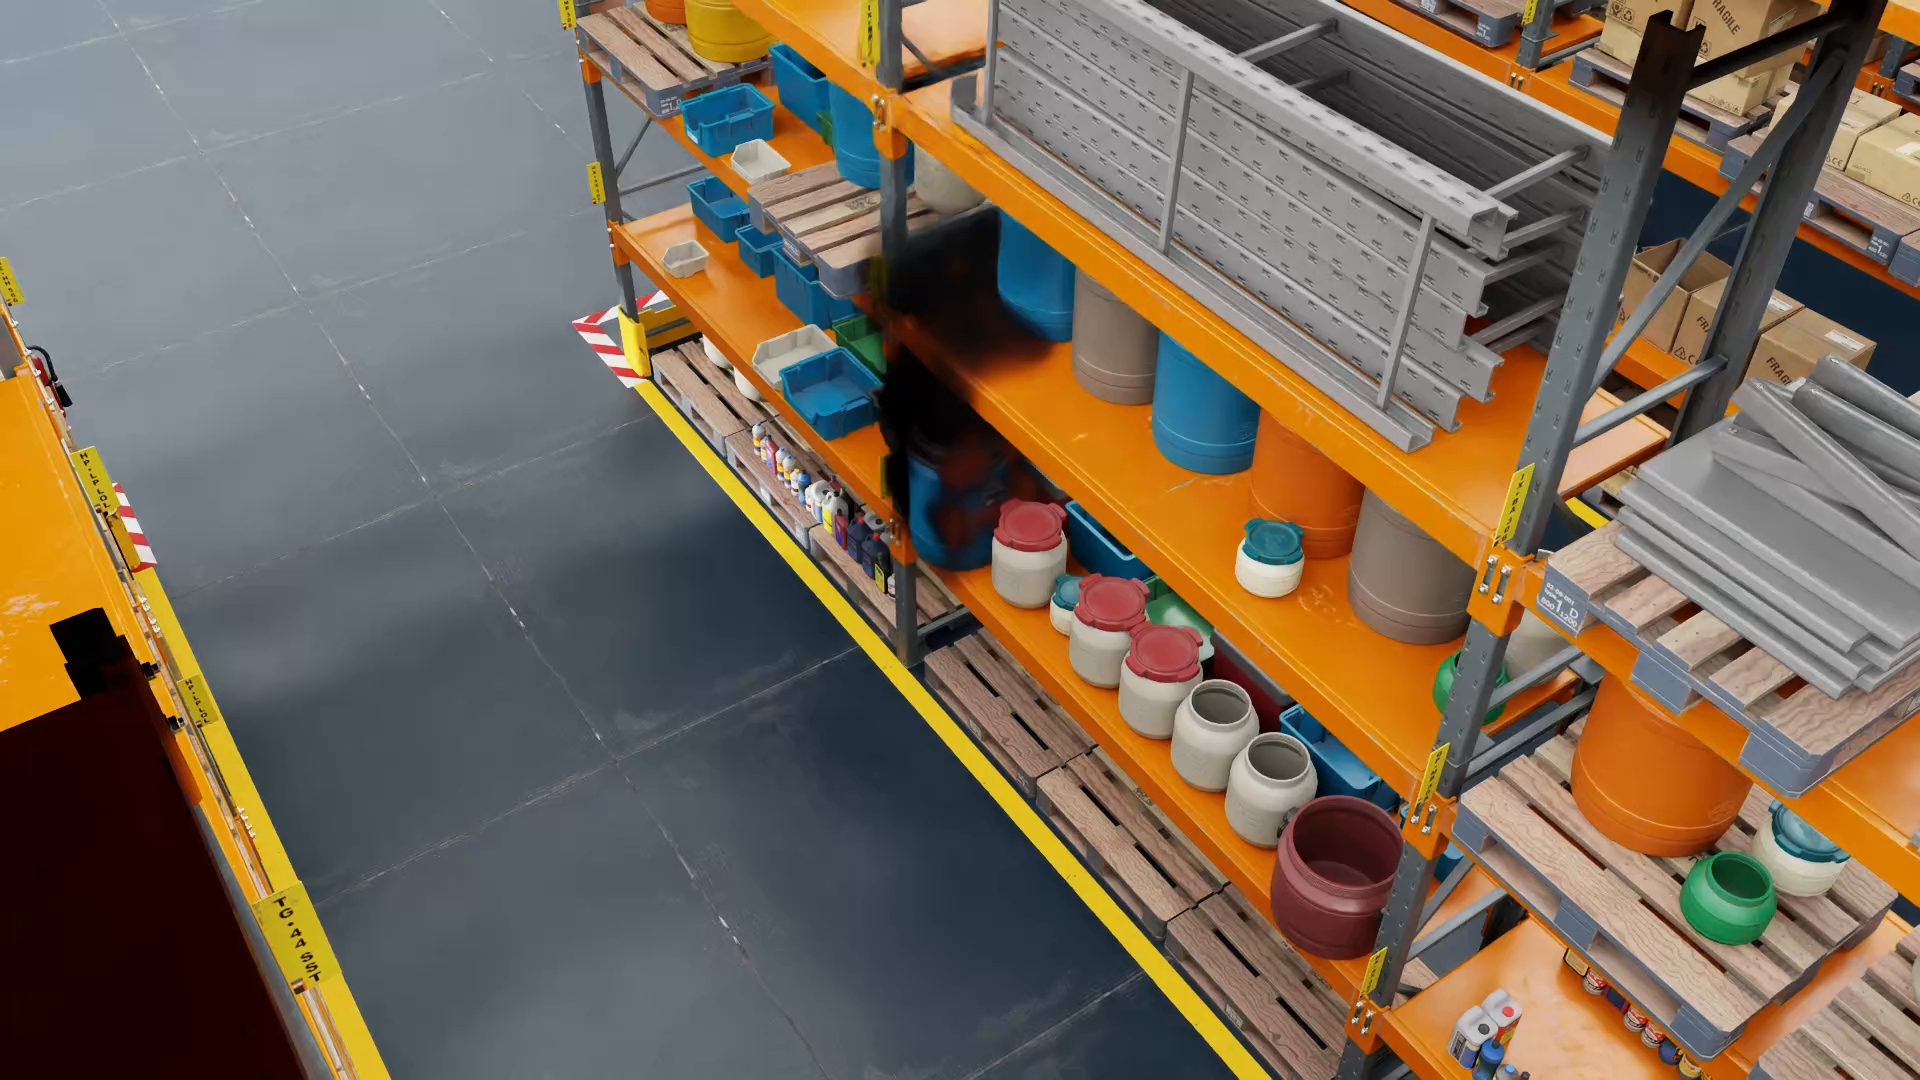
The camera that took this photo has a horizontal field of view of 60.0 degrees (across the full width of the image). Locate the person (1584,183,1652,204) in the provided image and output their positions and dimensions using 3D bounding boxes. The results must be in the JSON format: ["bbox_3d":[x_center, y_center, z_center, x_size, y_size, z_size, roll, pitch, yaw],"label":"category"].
[{"bbox_3d":[5.697,-3.323,14.170,0.578,1.665,0.582,33,52,31],"label":"person"}]
